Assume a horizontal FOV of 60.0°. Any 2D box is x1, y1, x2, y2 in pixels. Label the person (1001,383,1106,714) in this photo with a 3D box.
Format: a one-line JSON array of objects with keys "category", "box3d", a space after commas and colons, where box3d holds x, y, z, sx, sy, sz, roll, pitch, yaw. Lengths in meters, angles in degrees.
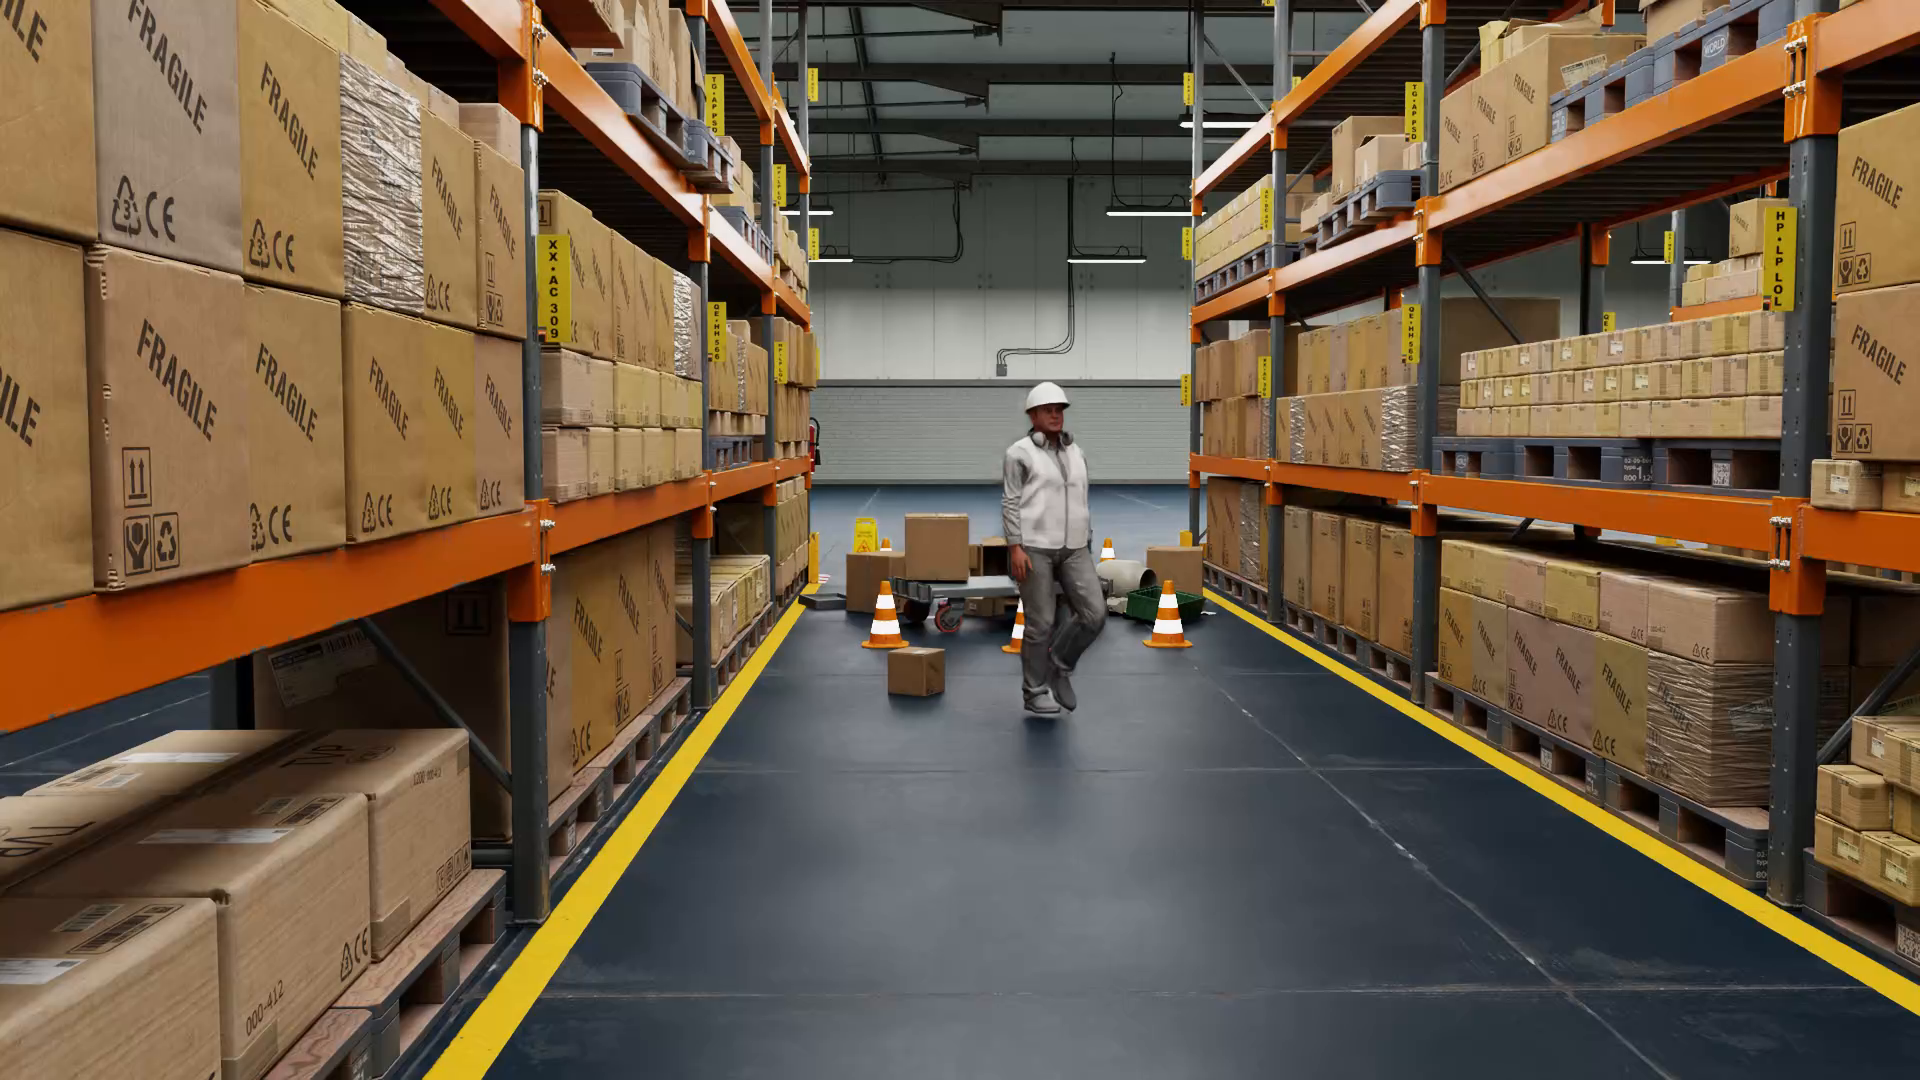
[{"category": "person", "box3d": [0.500, 0.052, 8.876, 0.563, 1.779, 0.448, -2, 4, -28]}]
